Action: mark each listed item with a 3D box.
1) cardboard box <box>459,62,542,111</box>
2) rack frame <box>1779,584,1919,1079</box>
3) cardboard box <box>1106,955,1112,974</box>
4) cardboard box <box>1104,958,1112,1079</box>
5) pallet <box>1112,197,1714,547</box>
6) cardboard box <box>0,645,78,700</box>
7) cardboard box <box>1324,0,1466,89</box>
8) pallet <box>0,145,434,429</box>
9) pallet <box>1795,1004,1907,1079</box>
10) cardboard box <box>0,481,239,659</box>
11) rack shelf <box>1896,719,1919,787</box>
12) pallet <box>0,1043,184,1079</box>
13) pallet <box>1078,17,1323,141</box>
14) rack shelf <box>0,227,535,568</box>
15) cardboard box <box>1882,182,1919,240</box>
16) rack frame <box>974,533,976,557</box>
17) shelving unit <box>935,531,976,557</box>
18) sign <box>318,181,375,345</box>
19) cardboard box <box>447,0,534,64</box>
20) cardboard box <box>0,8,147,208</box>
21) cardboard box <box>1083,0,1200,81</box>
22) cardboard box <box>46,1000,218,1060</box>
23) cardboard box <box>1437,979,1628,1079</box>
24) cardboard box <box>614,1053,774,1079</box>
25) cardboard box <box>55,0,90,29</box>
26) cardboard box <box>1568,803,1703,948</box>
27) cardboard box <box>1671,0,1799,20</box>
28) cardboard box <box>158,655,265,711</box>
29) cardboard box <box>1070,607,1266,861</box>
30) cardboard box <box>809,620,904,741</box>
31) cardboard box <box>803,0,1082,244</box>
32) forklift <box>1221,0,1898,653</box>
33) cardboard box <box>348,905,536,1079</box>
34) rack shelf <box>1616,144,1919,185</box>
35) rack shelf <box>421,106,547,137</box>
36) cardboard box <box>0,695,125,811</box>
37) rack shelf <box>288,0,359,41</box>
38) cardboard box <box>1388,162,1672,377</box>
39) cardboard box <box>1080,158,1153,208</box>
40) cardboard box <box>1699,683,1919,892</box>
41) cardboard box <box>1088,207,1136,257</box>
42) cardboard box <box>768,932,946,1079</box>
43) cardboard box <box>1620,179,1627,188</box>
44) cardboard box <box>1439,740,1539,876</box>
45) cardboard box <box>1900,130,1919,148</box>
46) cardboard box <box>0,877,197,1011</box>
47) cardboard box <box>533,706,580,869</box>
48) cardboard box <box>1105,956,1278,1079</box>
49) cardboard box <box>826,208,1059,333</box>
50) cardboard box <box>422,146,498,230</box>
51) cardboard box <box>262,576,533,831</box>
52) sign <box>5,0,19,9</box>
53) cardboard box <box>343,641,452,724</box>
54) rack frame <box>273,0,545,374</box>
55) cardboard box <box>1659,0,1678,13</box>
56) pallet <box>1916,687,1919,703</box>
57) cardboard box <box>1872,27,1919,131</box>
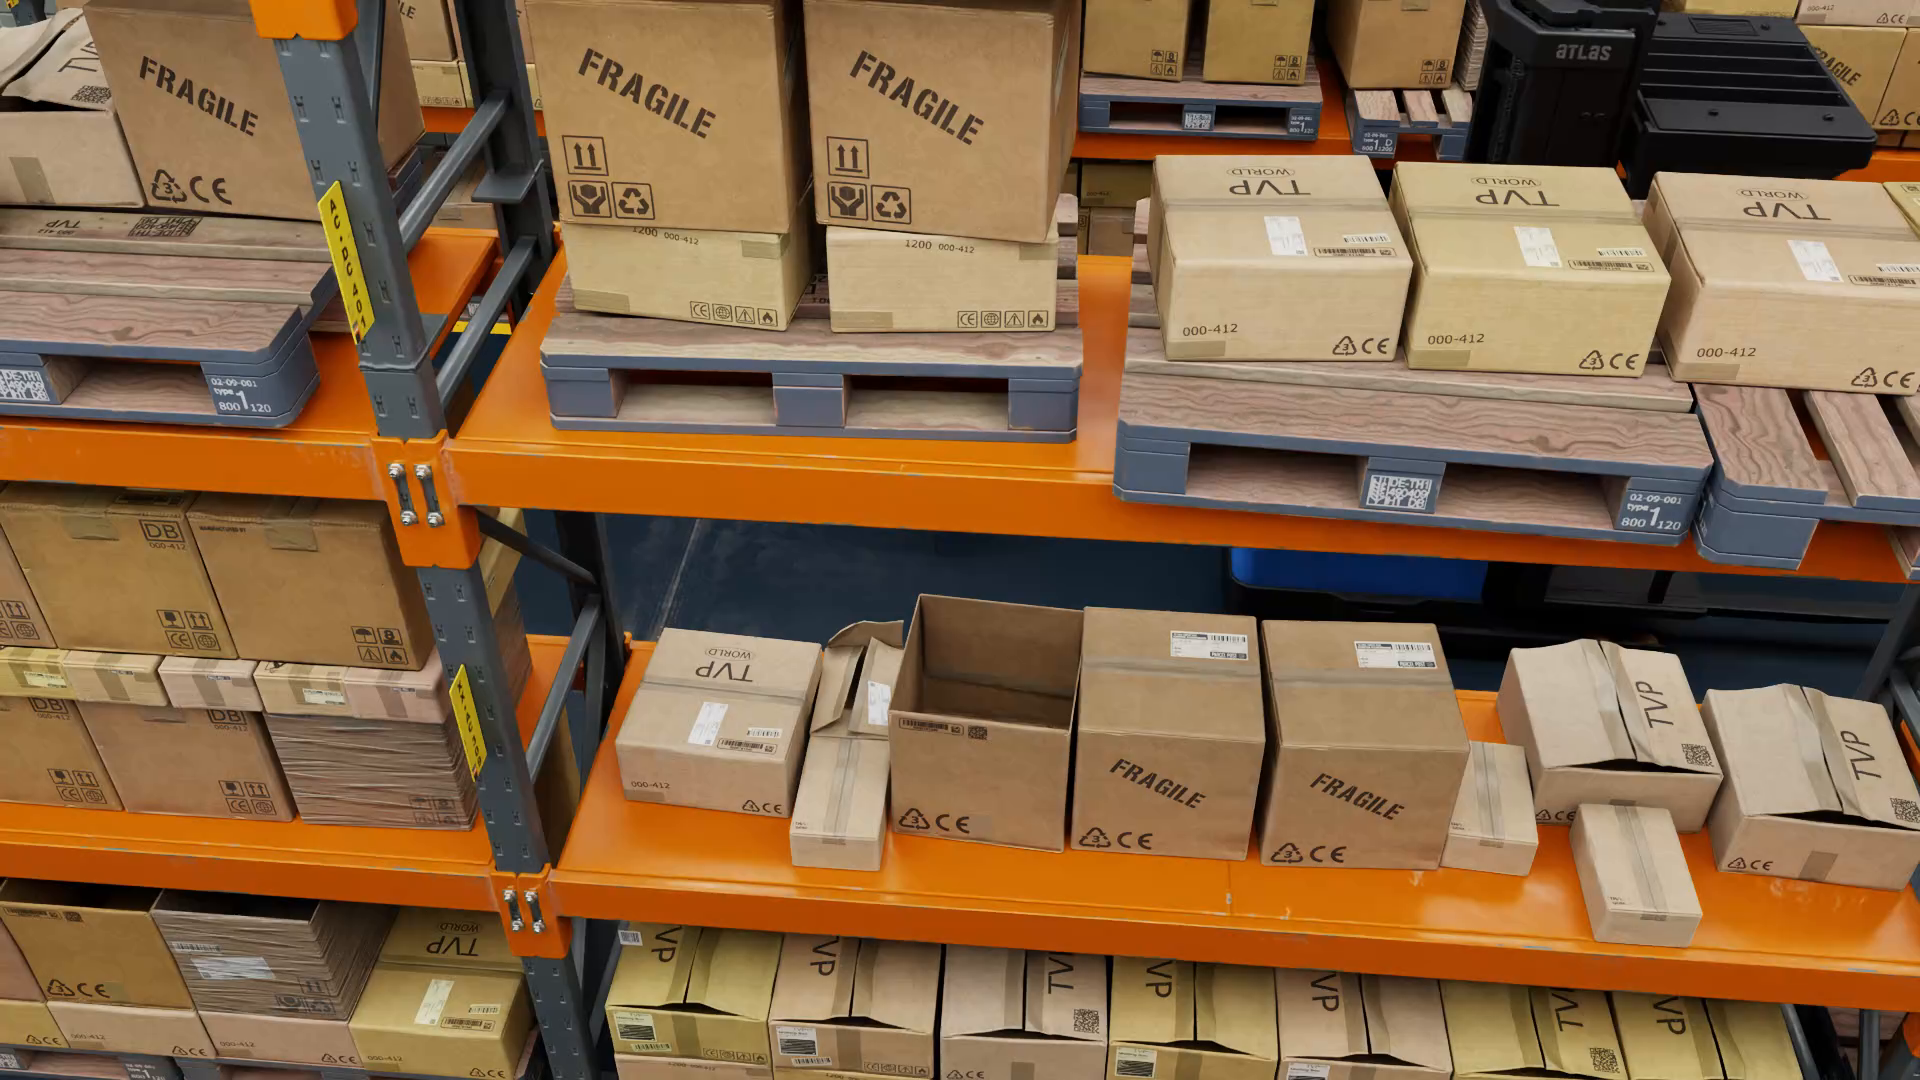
[{"bbox_3d":[-2.273,-2.466,8.677,0.500,0.250,0.500,3,39,4],"label":"cardboard box"},{"bbox_3d":[2.784,0.702,4.682,0.127,3.000,1.000,3,39,4],"label":"rack frame"},{"bbox_3d":[0.757,1.313,5.777,0.500,0.250,0.500,4,39,5],"label":"cardboard box"},{"bbox_3d":[0.712,1.649,5.364,0.500,0.250,0.500,4,39,5],"label":"cardboard box"},{"bbox_3d":[0.986,-0.428,3.843,1.213,0.211,1.003,5,39,6],"label":"pallet"},{"bbox_3d":[-2.504,0.257,4.635,0.250,0.149,0.380,3,39,4],"label":"cardboard box"},{"bbox_3d":[2.180,-2.656,8.379,0.500,0.500,0.700,0,39,0],"label":"cardboard box"},{"bbox_3d":[-2.053,-0.675,4.067,1.213,0.211,1.003,3,39,4],"label":"pallet"},{"bbox_3d":[3.525,1.848,5.483,1.213,0.211,1.003,3,39,4],"label":"pallet"},{"bbox_3d":[-2.147,-0.104,4.566,0.500,0.500,0.700,3,39,4],"label":"cardboard box"},{"bbox_3d":[4.777,1.090,4.775,4.000,0.370,1.077,3,39,4],"label":"rack shelf"},{"bbox_3d":[-3.208,1.431,5.995,1.213,0.211,1.003,3,39,4],"label":"pallet"},{"bbox_3d":[1.232,-2.421,8.671,1.213,0.211,1.003,3,39,4],"label":"pallet"},{"bbox_3d":[-3.194,-0.509,4.363,4.000,0.370,1.077,3,39,4],"label":"rack shelf"},{"bbox_3d":[2.327,-0.555,3.636,0.500,0.250,0.500,0,39,1],"label":"cardboard box"},{"bbox_3d":[0.077,-0.461,7.537,0.006,1.200,0.240,3,39,4],"label":"rack frame"},{"bbox_3d":[-0.014,-0.466,7.543,0.189,1.200,0.258,3,39,4],"label":"shelving unit"},{"bbox_3d":[-1.247,-0.561,3.385,0.005,0.325,0.100,3,39,4],"label":"sign"},{"bbox_3d":[-2.274,-2.761,8.445,0.500,0.500,0.500,2,39,3],"label":"cardboard box"},{"bbox_3d":[-2.218,-1.084,4.127,0.500,0.311,0.500,1,39,1],"label":"cardboard box"},{"bbox_3d":[0.942,-2.740,8.483,0.500,0.500,0.700,8,40,10],"label":"cardboard box"},{"bbox_3d":[-2.679,1.449,5.610,0.500,0.250,0.500,3,39,4],"label":"cardboard box"},{"bbox_3d":[1.723,1.490,5.114,0.500,0.311,0.500,3,39,3],"label":"cardboard box"},{"bbox_3d":[-0.821,1.566,5.466,0.500,0.250,0.500,2,39,3],"label":"cardboard box"},{"bbox_3d":[-4.313,-2.875,8.585,0.500,0.500,0.500,3,39,4],"label":"cardboard box"},{"bbox_3d":[1.864,0.925,4.608,0.250,0.149,0.380,3,39,4],"label":"cardboard box"},{"bbox_3d":[3.667,-2.678,7.909,0.500,0.250,0.500,4,39,5],"label":"cardboard box"},{"bbox_3d":[-1.998,0.287,4.599,0.250,0.149,0.380,2,39,3],"label":"cardboard box"},{"bbox_3d":[0.587,0.554,4.785,0.500,0.500,0.500,3,39,4],"label":"cardboard box"},{"bbox_3d":[-0.309,0.469,5.075,0.258,0.266,0.396,2,39,3],"label":"cardboard box"},{"bbox_3d":[-0.021,-1.000,3.588,0.500,0.500,0.500,7,40,8],"label":"cardboard box"},{"bbox_3d":[2.725,-0.927,6.737,3.031,2.935,1.130,4,39,5],"label":"forklift"},{"bbox_3d":[-1.682,1.500,5.547,0.500,0.250,0.500,3,39,4],"label":"cardboard box"},{"bbox_3d":[5.200,-2.025,8.603,4.000,0.370,1.077,3,39,4],"label":"rack shelf"},{"bbox_3d":[-2.770,-2.461,9.138,4.000,0.370,1.077,3,39,4],"label":"rack shelf"},{"bbox_3d":[-2.669,0.371,5.009,0.500,0.500,0.700,4,39,5],"label":"cardboard box"},{"bbox_3d":[0.792,-1.299,3.275,4.000,0.370,1.077,3,39,4],"label":"rack shelf"},{"bbox_3d":[1.234,-0.611,3.704,0.500,0.250,0.500,2,39,3],"label":"cardboard box"},{"bbox_3d":[0.915,-2.046,9.095,0.500,0.250,0.500,2,39,3],"label":"cardboard box"},{"bbox_3d":[2.425,0.690,4.768,0.500,0.311,0.500,5,39,7],"label":"cardboard box"},{"bbox_3d":[0.981,-1.753,9.330,0.500,0.500,0.700,4,39,4],"label":"cardboard box"},{"bbox_3d":[-0.313,1.380,5.250,0.500,0.311,0.500,3,39,3],"label":"cardboard box"},{"bbox_3d":[3.929,-1.620,8.905,0.750,0.750,0.750,3,39,3],"label":"cardboard box"},{"bbox_3d":[1.509,0.766,4.803,0.250,0.149,0.380,6,40,7],"label":"cardboard box"},{"bbox_3d":[4.800,-2.108,8.317,0.250,0.149,0.380,4,39,5],"label":"cardboard box"},{"bbox_3d":[-2.677,1.150,5.383,0.500,0.500,0.500,3,39,4],"label":"cardboard box"},{"bbox_3d":[-1.636,0.875,5.721,0.500,0.500,0.500,3,39,4],"label":"cardboard box"},{"bbox_3d":[0.721,1.433,5.186,0.500,0.311,0.500,4,39,5],"label":"cardboard box"},{"bbox_3d":[-0.041,-0.716,3.834,0.500,0.250,0.500,0,39,-1],"label":"cardboard box"},{"bbox_3d":[-2.786,-1.854,9.453,0.500,0.500,0.700,1,39,1],"label":"cardboard box"},{"bbox_3d":[-1.644,0.425,4.942,0.500,0.500,0.700,2,39,3],"label":"cardboard box"},{"bbox_3d":[-4.809,-2.844,8.352,0.005,0.325,0.100,3,39,4],"label":"sign"},{"bbox_3d":[-1.490,0.314,4.566,0.250,0.149,0.380,3,39,4],"label":"cardboard box"},{"bbox_3d":[-1.201,-1.842,3.055,0.127,3.000,1.000,3,39,4],"label":"rack frame"},{"bbox_3d":[3.670,-2.388,8.147,0.500,0.500,0.500,4,39,5],"label":"cardboard box"},{"bbox_3d":[3.465,0.769,4.751,1.003,0.211,1.213,3,39,4],"label":"pallet"},{"bbox_3d":[4.685,-2.326,8.071,0.500,0.500,0.500,3,39,4],"label":"cardboard box"}]
